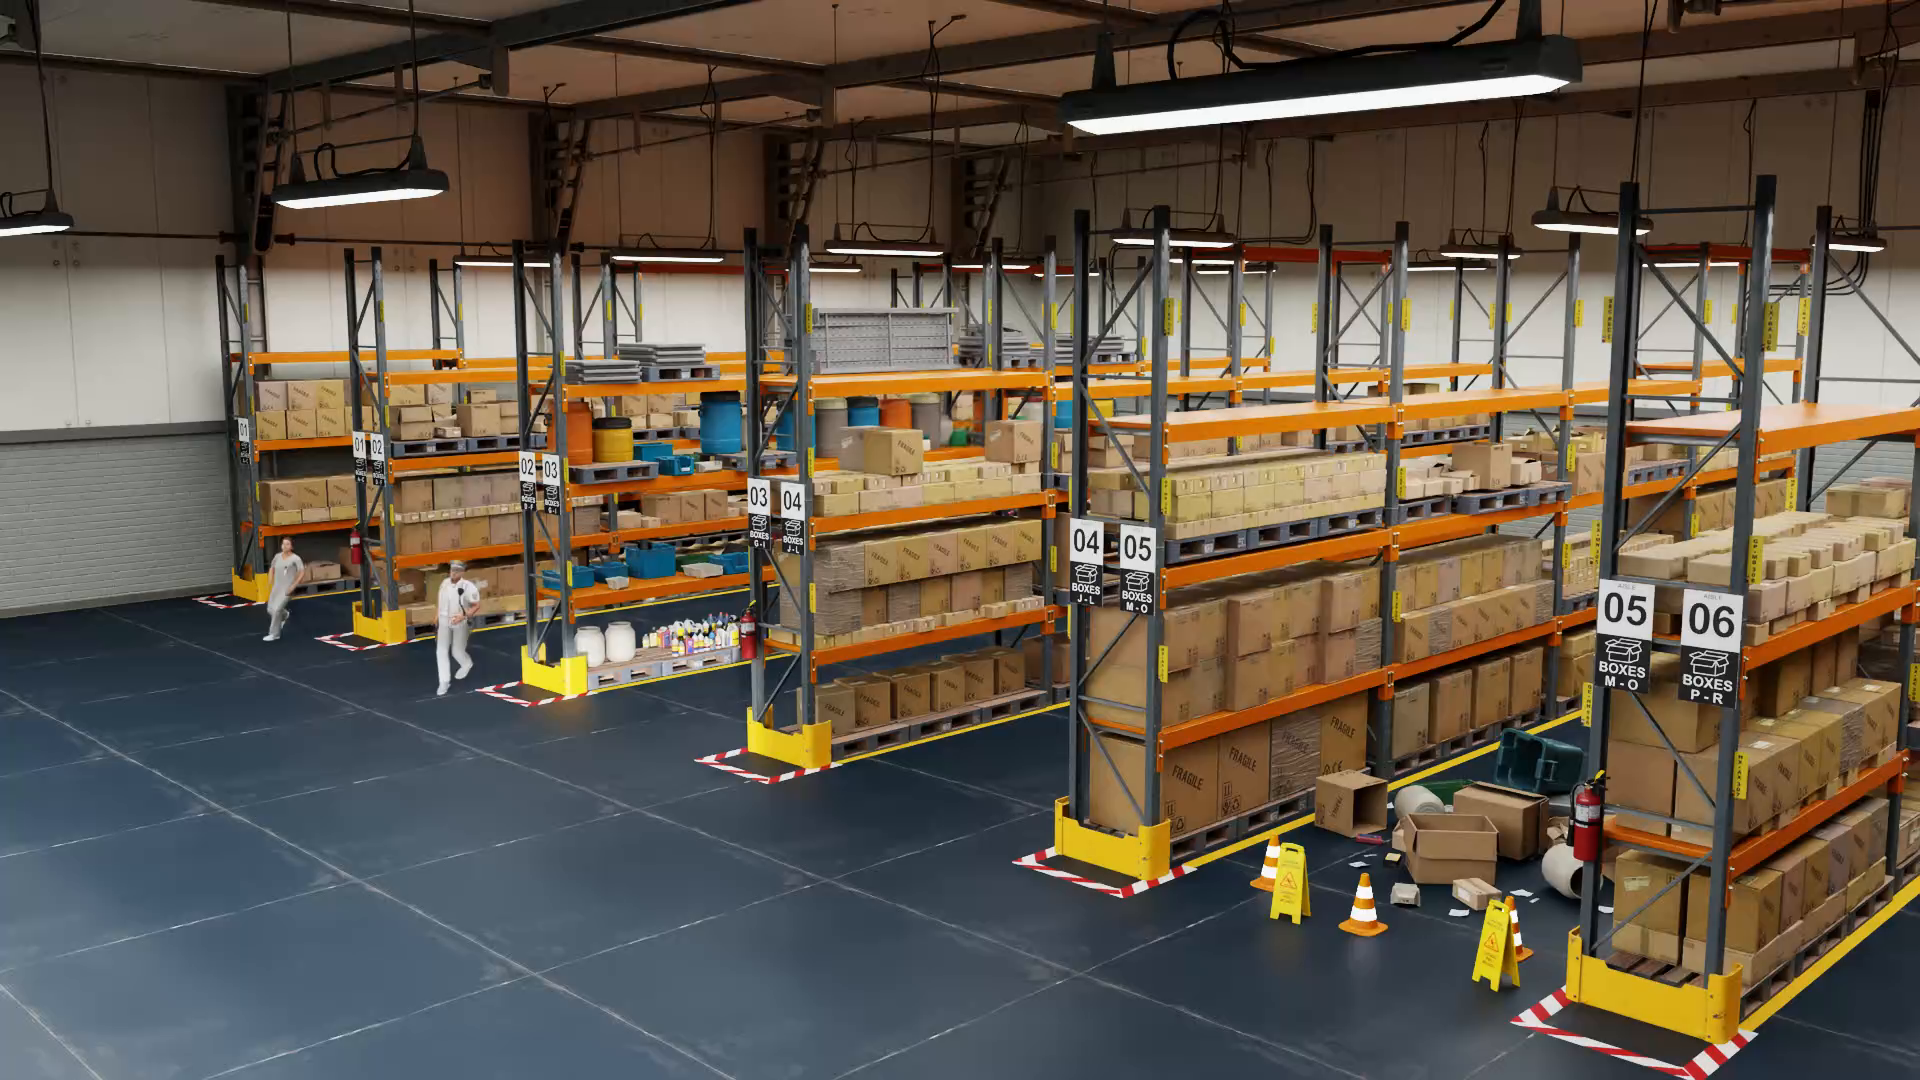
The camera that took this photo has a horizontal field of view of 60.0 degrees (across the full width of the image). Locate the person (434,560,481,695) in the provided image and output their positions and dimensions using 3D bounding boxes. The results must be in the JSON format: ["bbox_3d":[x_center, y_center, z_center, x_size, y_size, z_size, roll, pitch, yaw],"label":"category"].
[{"bbox_3d":[-6.793,1.142,22.455,0.678,1.769,0.885,1,8,6],"label":"person"}]

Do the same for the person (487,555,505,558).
[{"bbox_3d":[-8.070,0.166,29.162,0.651,1.705,0.970,7,11,42],"label":"person"}]

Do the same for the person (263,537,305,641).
[{"bbox_3d":[-10.406,0.775,25.695,0.593,1.526,0.568,1,8,9],"label":"person"}]
